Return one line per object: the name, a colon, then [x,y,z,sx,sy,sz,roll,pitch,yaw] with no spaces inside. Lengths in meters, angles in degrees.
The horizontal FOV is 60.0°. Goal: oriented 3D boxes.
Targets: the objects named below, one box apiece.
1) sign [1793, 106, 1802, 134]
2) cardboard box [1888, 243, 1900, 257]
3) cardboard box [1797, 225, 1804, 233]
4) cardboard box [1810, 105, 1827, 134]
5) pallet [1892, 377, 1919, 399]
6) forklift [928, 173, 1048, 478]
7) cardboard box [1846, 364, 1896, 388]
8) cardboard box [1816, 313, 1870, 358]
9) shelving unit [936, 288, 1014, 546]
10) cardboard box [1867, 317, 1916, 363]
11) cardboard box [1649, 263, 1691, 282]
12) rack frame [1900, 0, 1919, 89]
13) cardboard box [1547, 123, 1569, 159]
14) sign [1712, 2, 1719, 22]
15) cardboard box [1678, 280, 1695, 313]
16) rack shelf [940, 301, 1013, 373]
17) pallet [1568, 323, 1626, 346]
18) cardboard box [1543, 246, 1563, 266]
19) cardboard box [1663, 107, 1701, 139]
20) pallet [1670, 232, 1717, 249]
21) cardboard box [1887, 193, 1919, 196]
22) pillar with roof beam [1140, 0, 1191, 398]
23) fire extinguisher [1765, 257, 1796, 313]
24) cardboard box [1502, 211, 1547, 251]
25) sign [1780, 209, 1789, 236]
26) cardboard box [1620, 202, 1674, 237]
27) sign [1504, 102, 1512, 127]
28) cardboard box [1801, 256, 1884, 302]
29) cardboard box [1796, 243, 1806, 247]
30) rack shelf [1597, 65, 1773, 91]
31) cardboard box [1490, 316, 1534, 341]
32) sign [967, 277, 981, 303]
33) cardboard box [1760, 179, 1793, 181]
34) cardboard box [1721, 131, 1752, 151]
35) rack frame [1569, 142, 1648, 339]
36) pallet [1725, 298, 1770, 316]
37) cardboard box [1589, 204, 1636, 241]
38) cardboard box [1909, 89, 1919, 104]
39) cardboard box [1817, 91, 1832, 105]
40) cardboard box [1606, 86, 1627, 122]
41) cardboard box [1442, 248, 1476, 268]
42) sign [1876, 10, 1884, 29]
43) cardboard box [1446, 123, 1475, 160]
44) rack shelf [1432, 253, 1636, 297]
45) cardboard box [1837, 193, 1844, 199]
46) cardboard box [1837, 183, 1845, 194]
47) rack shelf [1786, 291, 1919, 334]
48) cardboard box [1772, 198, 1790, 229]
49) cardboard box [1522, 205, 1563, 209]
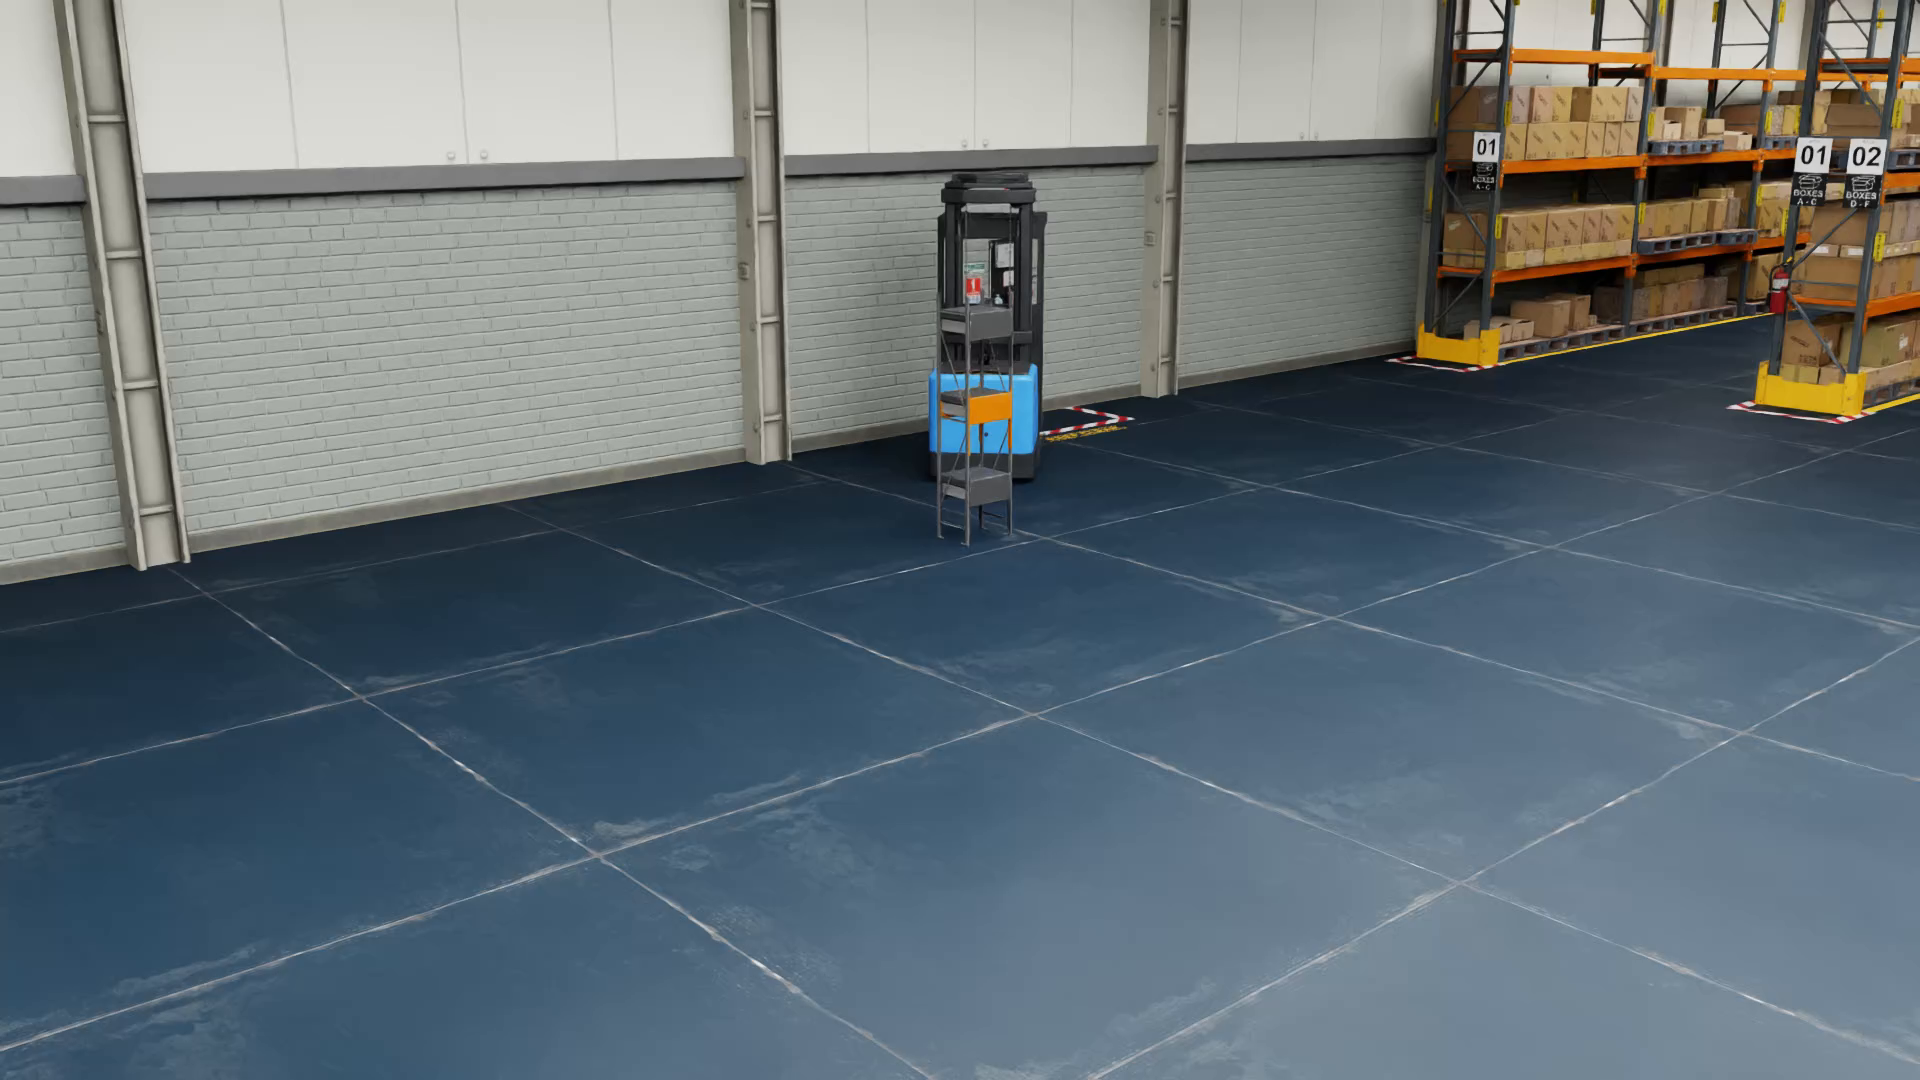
sign: [10.001,-5.010,19.819,0.005,0.325,0.100,-13,19,-39]
cardboard box: [11.171,-3.537,20.228,0.250,0.149,0.380,-13,19,-39]
cardboard box: [14.881,-5.586,29.800,0.250,0.149,0.380,-12,19,-38]
cardboard box: [15.031,-7.535,29.789,0.500,0.500,0.700,-13,20,-40]
pallet: [11.816,-2.060,21.551,1.213,0.211,1.003,-13,19,-39]
forklift: [0.338,-2.349,17.364,1.130,2.935,3.031,1,15,5]
cardboard box: [11.272,-2.071,20.704,0.500,0.250,0.500,-13,19,-39]
cardboard box: [11.301,-2.621,21.312,0.500,0.500,0.500,-13,19,-39]
shelving unit: [0.125,-1.042,14.084,0.503,2.100,0.431,-13,19,-39]
cardboard box: [11.642,-2.520,20.933,0.500,0.500,0.500,-13,19,-39]
cardboard box: [11.763,-4.445,27.616,0.500,0.250,0.500,-13,20,-40]
rack frame: [19.162,-9.636,32.887,0.127,3.000,1.000,-13,19,-39]
cardboard box: [8.326,-5.715,23.788,0.500,0.500,0.500,-12,19,-37]
sign: [12.760,-8.916,28.075,0.005,0.325,0.100,-13,19,-39]
cardboard box: [11.797,-4.101,27.781,0.500,0.500,0.700,-13,20,-40]
rack shelf: [0.125,-1.706,13.907,0.480,0.518,0.431,-13,19,-39]
pallet: [9.626,-3.237,25.959,1.213,0.211,1.003,-13,19,-39]
cardboard box: [8.439,-4.161,24.267,0.500,0.250,0.500,-13,20,-40]
cardboard box: [11.505,-6.691,26.667,0.500,0.500,0.500,-14,20,-41]
pallet: [11.661,-4.946,27.327,1.213,0.211,1.003,-13,19,-39]
cardboard box: [12.275,-4.169,21.338,0.500,0.500,0.700,-13,20,-39]
pillar with roof beam: [5.352,-5.358,16.871,0.400,9.000,9.100,-13,19,-39]
fire extinguisher: [9.953,-3.096,20.180,0.183,0.674,0.296,-13,19,-39]
cardboard box: [8.029,-4.431,23.824,0.500,0.500,0.500,-13,19,-39]
sign: [10.001,-3.845,20.130,0.005,0.325,0.100,-13,19,-39]
cardboard box: [10.942,-5.138,26.628,0.500,0.500,0.700,-10,18,-34]
sign: [7.449,-5.793,22.619,0.005,0.325,0.100,-13,19,-39]
cardboard box: [10.707,-3.188,20.180,0.500,0.500,0.700,-13,19,-39]
cardboard box: [15.740,-5.089,30.841,0.750,0.750,0.750,-12,19,-39]
rack shelf: [11.619,-7.401,26.689,4.000,0.370,1.077,-13,19,-39]
cardboard box: [8.103,-3.137,24.539,0.500,0.311,0.500,-11,18,-35]
sign: [0.152,-2.830,18.964,0.234,0.329,0.001,-13,19,-39]
cardboard box: [14.862,-6.421,30.214,0.500,0.250,0.500,-14,20,-41]
cardboard box: [12.761,-6.624,27.556,0.500,0.311,0.500,-13,19,-39]
rack frame: [10.110,-4.705,26.051,0.127,3.000,1.000,-13,19,-39]
pallet: [13.772,-4.154,29.393,1.213,0.211,1.003,-13,19,-39]
cardboard box: [9.956,-4.864,25.446,0.500,0.500,0.500,-13,20,-39]
cardboard box: [18.017,-8.378,31.820,0.500,0.500,0.500,-14,20,-42]
cardboard box: [15.395,-8.009,30.108,0.500,0.250,0.500,-11,18,-35]
cardboard box: [9.501,-6.462,24.647,0.500,0.500,0.500,-11,19,-36]
cardboard box: [7.318,-4.081,23.969,0.500,0.250,0.500,-12,19,-39]
sign: [16.510,-9.344,29.832,0.005,0.325,0.100,-13,19,-39]
cardboard box: [7.241,-5.654,23.561,0.500,0.500,0.500,-11,18,-35]
rack shelf: [8.601,-4.018,24.875,4.000,0.370,1.077,-13,19,-39]
cardboard box: [15.962,-6.134,30.594,0.500,0.500,0.500,-13,20,-40]
cardboard box: [15.960,-6.495,30.491,0.500,0.250,0.500,-12,19,-38]
rack shelf: [11.856,-3.055,21.267,4.000,0.370,1.077,-13,19,-39]
cardboard box: [14.063,-5.703,28.981,0.500,0.500,0.500,-12,19,-38]
cardboard box: [8.846,-4.795,25.188,0.500,0.500,0.500,-12,19,-38]
